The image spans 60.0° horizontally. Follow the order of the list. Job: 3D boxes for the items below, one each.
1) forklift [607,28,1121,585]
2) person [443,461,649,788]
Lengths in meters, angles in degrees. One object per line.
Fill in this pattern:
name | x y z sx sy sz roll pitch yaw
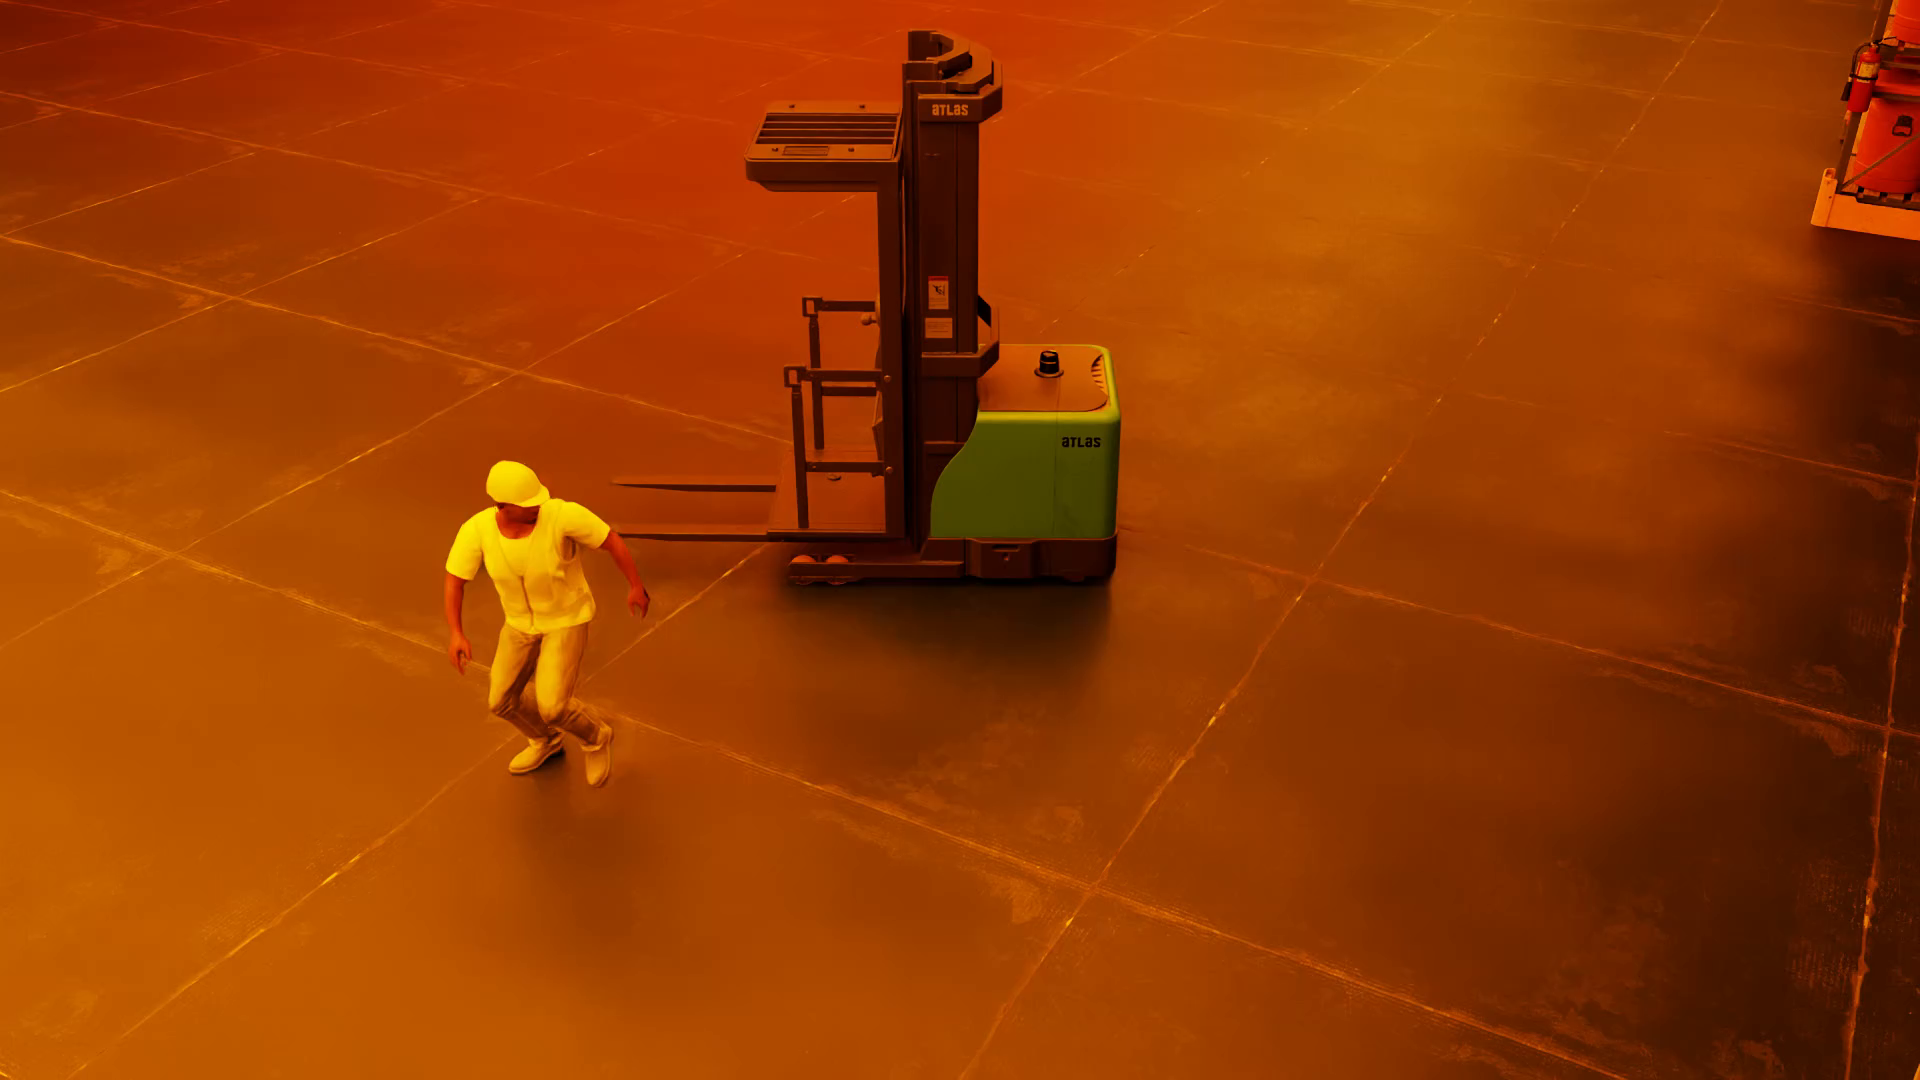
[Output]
forklift | -0.610 -1.275 9.279 3.031 2.935 1.130 0 30 1
person | -1.933 0.384 7.671 0.807 1.675 0.693 9 31 14
